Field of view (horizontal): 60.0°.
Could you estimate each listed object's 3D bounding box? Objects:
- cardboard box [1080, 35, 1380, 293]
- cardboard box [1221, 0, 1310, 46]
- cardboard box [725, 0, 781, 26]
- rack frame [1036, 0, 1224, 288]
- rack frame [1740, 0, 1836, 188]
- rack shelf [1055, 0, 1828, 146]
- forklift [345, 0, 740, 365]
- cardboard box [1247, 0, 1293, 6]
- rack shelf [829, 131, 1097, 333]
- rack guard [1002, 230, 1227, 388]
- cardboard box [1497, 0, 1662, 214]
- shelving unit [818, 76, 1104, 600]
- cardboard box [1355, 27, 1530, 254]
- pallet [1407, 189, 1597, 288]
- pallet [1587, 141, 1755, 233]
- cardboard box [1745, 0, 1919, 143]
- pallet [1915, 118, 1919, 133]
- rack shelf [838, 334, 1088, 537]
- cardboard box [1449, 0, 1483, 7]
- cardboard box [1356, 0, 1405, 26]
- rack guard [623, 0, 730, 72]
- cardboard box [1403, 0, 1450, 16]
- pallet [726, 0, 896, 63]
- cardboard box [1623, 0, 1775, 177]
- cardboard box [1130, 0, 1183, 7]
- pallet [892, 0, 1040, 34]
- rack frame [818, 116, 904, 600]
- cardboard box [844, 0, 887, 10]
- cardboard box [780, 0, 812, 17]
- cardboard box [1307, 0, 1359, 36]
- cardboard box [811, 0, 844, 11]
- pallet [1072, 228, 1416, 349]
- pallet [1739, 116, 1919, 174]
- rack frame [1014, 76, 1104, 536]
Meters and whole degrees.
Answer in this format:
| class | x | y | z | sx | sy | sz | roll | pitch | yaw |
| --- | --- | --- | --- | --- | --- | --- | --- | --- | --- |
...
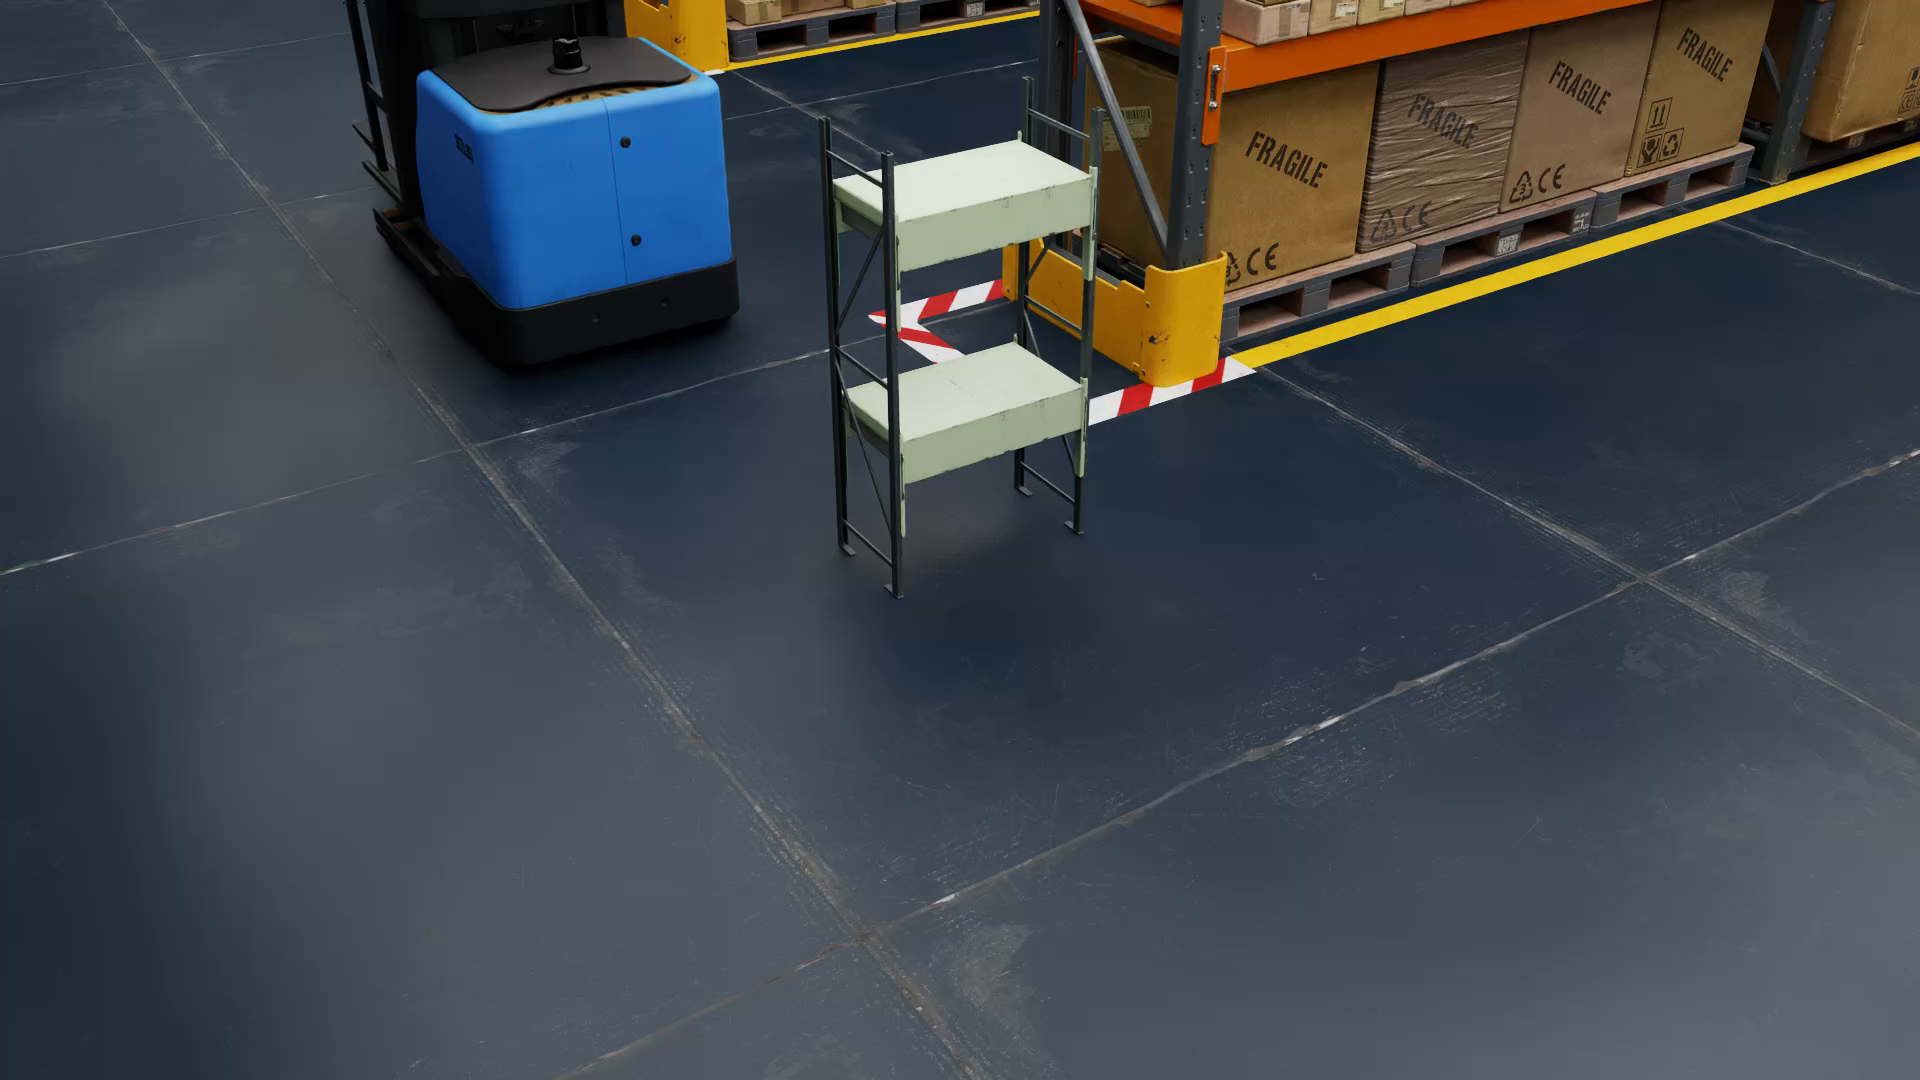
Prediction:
| class | x | y | z | sx | sy | sz | roll | pitch | yaw |
| --- | --- | --- | --- | --- | --- | --- | --- | --- | --- |
| cardboard box | 1.142 | -1.690 | 7.216 | 0.875 | 0.875 | 0.875 | -19 | 37 | -27 |
| cardboard box | 1.124 | -2.039 | 6.406 | 0.250 | 0.149 | 0.380 | -19 | 37 | -27 |
| cardboard box | -1.341 | -3.423 | 10.644 | 0.250 | 0.149 | 0.380 | -18 | 37 | -26 |
| rack frame | 0.647 | -2.190 | 6.411 | 0.127 | 3.000 | 1.000 | -19 | 37 | -27 |
| rack frame | 4.009 | -3.347 | 8.244 | 0.127 | 3.000 | 1.000 | -19 | 37 | -27 |
| rack shelf | 2.328 | -2.464 | 7.519 | 4.000 | 0.370 | 1.077 | -19 | 37 | -27 |
| forklift | -2.160 | -2.701 | 7.284 | 1.130 | 2.935 | 3.031 | -18 | 37 | -27 |
| cardboard box | 1.197 | -2.270 | 6.399 | 0.500 | 0.250 | 0.500 | -20 | 37 | -28 |
| rack shelf | 0.006 | -0.966 | 5.145 | 0.720 | 0.370 | 0.431 | -19 | 37 | -27 |
| rack guard | 0.627 | -1.126 | 7.067 | 0.348 | 0.500 | 1.175 | -19 | 37 | -27 |
| cardboard box | 2.655 | -2.210 | 8.041 | 0.875 | 0.875 | 0.875 | -19 | 37 | -27 |
| shelving unit | 0.006 | -0.636 | 5.353 | 0.755 | 1.500 | 0.431 | -19 | 37 | -27 |
| cardboard box | 1.907 | -1.953 | 7.633 | 0.875 | 0.875 | 0.875 | -19 | 37 | -27 |
| pallet | 2.301 | -1.628 | 8.132 | 1.213 | 0.211 | 1.003 | -19 | 37 | -27 |
| pallet | 3.328 | -1.982 | 8.695 | 1.213 | 0.211 | 1.003 | -19 | 37 | -27 |
| cardboard box | 4.536 | -2.820 | 9.006 | 0.875 | 0.875 | 1.225 | -19 | 37 | -27 |
| pallet | 5.643 | -2.779 | 9.957 | 1.213 | 0.211 | 1.003 | -19 | 37 | -27 |
| rack shelf | 0.006 | -0.361 | 5.527 | 0.720 | 0.370 | 0.431 | -19 | 37 | -27 |
| cardboard box | 1.987 | -2.337 | 6.878 | 0.250 | 0.149 | 0.380 | -20 | 37 | -28 |
| cardboard box | 1.554 | -2.188 | 6.642 | 0.250 | 0.149 | 0.380 | -20 | 37 | -28 |
| rack guard | -1.891 | -3.408 | 10.685 | 0.348 | 0.500 | 1.175 | -19 | 37 | -27 |
| cardboard box | 1.773 | -2.264 | 6.762 | 0.250 | 0.149 | 0.380 | -20 | 37 | -28 |
| pallet | -1.189 | -3.505 | 11.109 | 1.213 | 0.211 | 1.003 | -19 | 37 | -27 |
| cardboard box | 3.411 | -2.471 | 8.453 | 0.875 | 0.875 | 0.875 | -19 | 37 | -27 |
| cardboard box | 0.768 | -2.335 | 6.875 | 0.250 | 0.149 | 0.380 | -18 | 37 | -26 |
| pallet | -0.165 | -3.856 | 11.665 | 1.213 | 0.211 | 1.003 | -19 | 37 | -27 |
| rack frame | -0.302 | -0.530 | 5.185 | 0.023 | 1.500 | 0.400 | -19 | 37 | -27 |
| cardboard box | -0.687 | -3.635 | 10.980 | 0.250 | 0.149 | 0.380 | -18 | 37 | -27 |
| cardboard box | -1.166 | -3.536 | 10.822 | 0.250 | 0.149 | 0.380 | -19 | 37 | -27 |
| cardboard box | 1.339 | -2.113 | 6.524 | 0.250 | 0.149 | 0.380 | -20 | 37 | -28 |
| cardboard box | -0.961 | -3.611 | 10.941 | 0.250 | 0.149 | 0.380 | -19 | 37 | -27 |
| pallet | 1.277 | -1.277 | 7.577 | 1.213 | 0.211 | 1.003 | -19 | 37 | -27 |
| pallet | 4.617 | -2.424 | 9.395 | 1.213 | 0.211 | 1.003 | -19 | 37 | -27 |
| rack frame | 0.313 | -0.742 | 5.521 | 0.023 | 1.500 | 0.400 | -19 | 37 | -27 |
